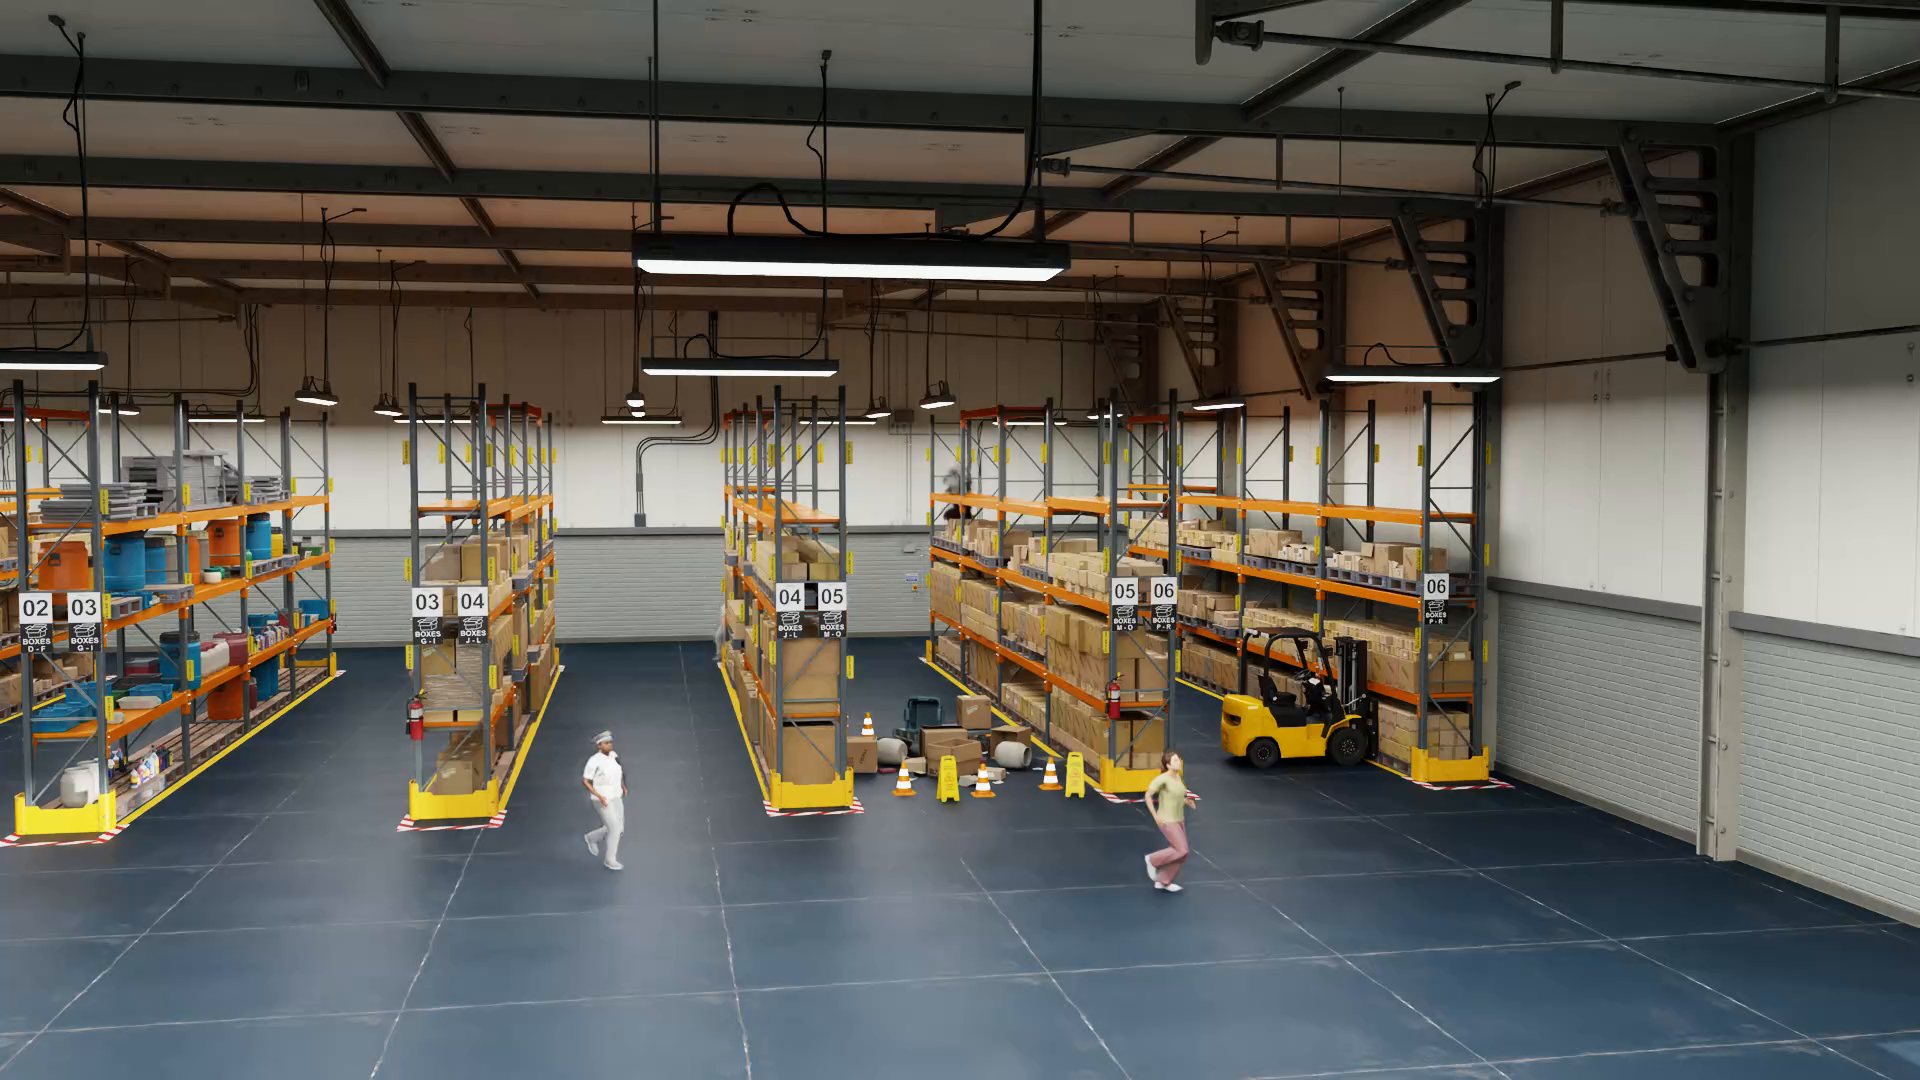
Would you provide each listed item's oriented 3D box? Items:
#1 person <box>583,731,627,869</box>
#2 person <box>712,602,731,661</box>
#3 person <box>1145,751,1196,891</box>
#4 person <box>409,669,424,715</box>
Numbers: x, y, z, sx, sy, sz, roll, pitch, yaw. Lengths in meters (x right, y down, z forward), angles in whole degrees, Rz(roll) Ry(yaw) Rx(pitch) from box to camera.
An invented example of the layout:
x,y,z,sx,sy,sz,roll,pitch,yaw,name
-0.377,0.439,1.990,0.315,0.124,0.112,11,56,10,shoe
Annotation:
x,y,z,sx,sy,sz,roll,pitch,yaw,name
-4.341,3.150,20.279,0.591,1.683,0.576,2,3,31,person
-5.580,2.050,40.405,0.822,1.778,0.711,-2,3,-34,person
2.430,3.225,19.068,0.543,1.605,0.582,2,4,38,person
-10.003,2.584,31.003,0.529,1.715,0.856,-1,3,-12,person
